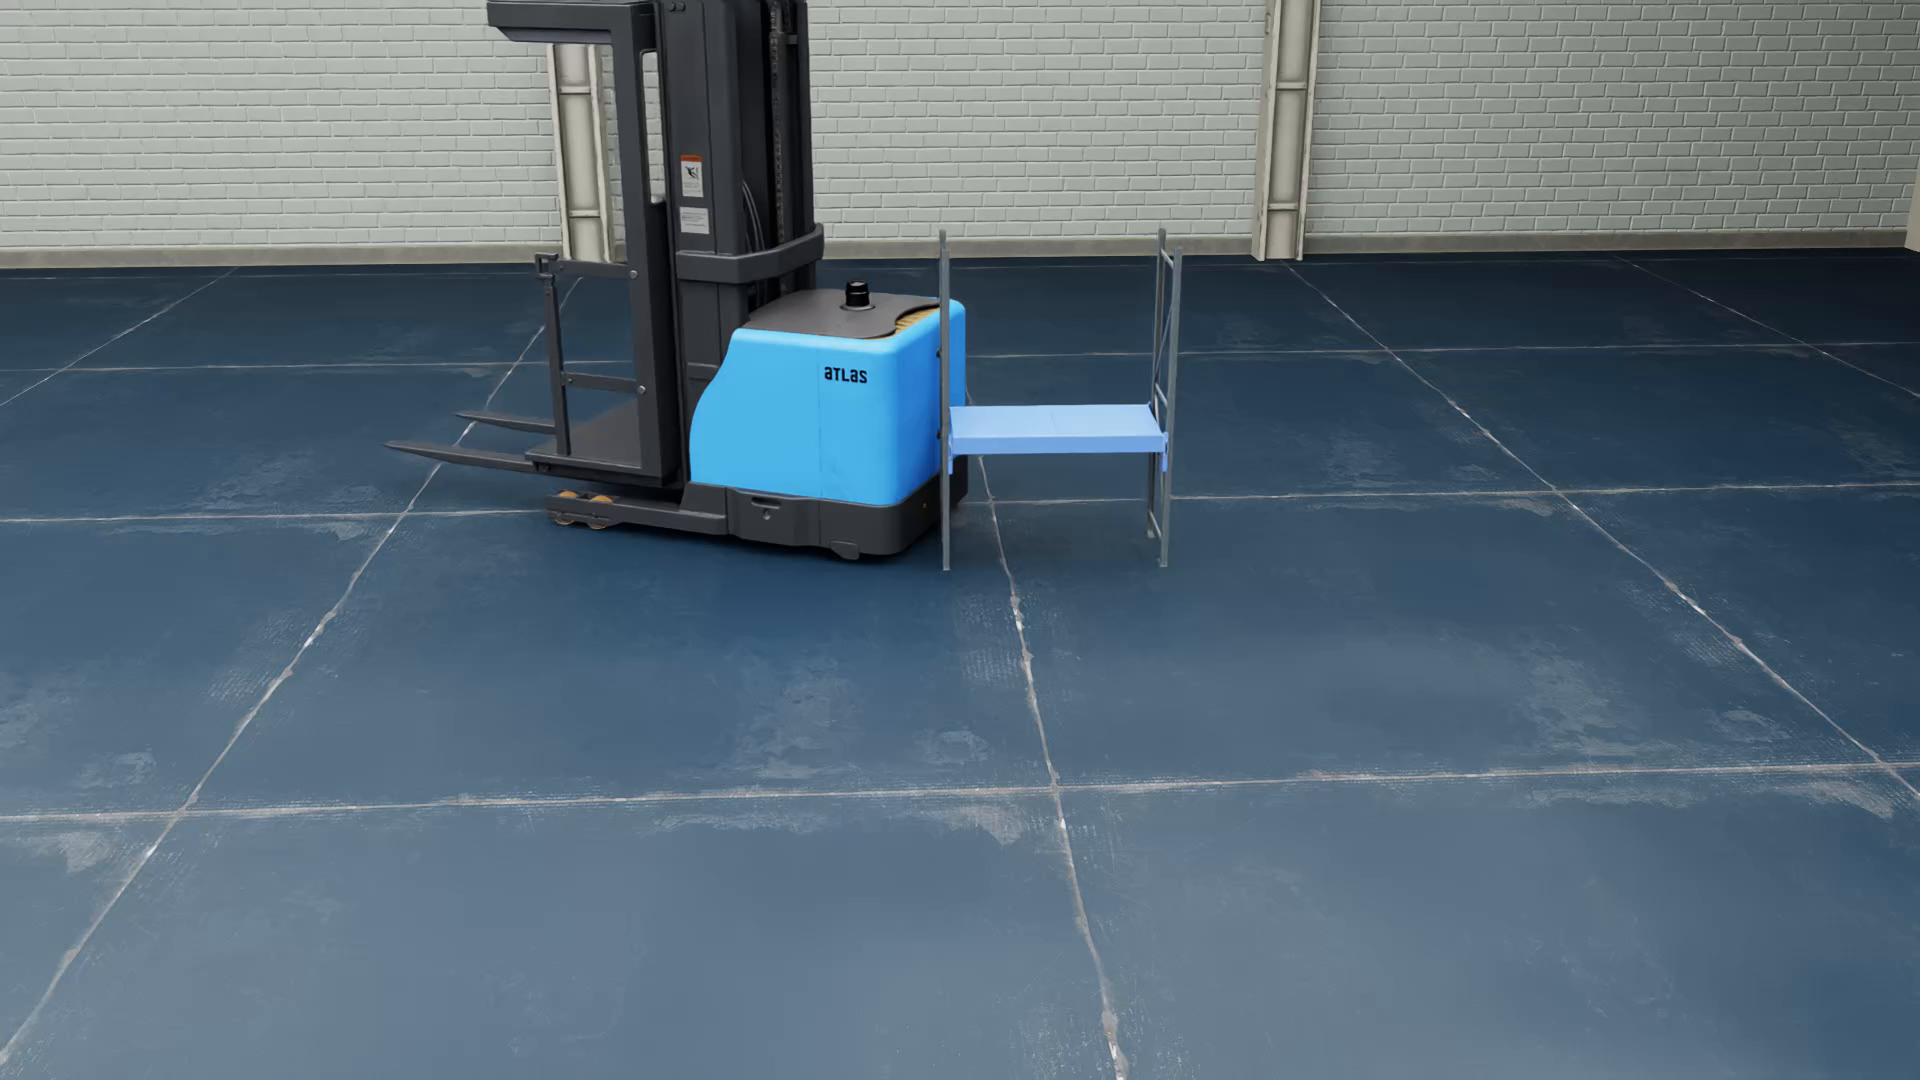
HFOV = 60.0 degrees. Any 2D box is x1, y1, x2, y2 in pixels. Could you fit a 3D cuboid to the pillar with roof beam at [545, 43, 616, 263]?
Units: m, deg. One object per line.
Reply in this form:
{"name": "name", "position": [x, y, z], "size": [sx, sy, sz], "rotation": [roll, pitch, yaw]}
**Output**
{"name": "pillar with roof beam", "position": [-2.949, -5.055, 8.752], "size": [0.400, 9.000, 9.100], "rotation": [-1, 21, -3]}

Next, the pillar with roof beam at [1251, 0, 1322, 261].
{"name": "pillar with roof beam", "position": [3.042, -5.177, 9.072], "size": [0.400, 9.000, 9.100], "rotation": [-1, 21, -3]}

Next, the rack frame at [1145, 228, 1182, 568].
{"name": "rack frame", "position": [0.944, -0.658, 7.740], "size": [0.032, 1.500, 0.500], "rotation": [-1, 21, -2]}

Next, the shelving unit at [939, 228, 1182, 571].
{"name": "shelving unit", "position": [0.436, -0.651, 7.722], "size": [1.048, 1.500, 0.538], "rotation": [-1, 21, -2]}

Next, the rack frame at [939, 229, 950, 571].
{"name": "rack frame", "position": [-0.072, -0.644, 7.704], "size": [0.032, 1.500, 0.500], "rotation": [-1, 21, -2]}

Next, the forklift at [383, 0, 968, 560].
{"name": "forklift", "position": [-1.531, -1.586, 8.168], "size": [3.031, 2.935, 1.130], "rotation": [8, 22, 19]}

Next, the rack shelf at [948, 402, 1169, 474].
{"name": "rack shelf", "position": [0.436, -0.483, 7.786], "size": [1.000, 0.185, 0.538], "rotation": [-1, 21, -2]}

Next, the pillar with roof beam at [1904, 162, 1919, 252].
{"name": "pillar with roof beam", "position": [9.032, -5.299, 9.393], "size": [0.400, 9.000, 9.100], "rotation": [-1, 21, -3]}
